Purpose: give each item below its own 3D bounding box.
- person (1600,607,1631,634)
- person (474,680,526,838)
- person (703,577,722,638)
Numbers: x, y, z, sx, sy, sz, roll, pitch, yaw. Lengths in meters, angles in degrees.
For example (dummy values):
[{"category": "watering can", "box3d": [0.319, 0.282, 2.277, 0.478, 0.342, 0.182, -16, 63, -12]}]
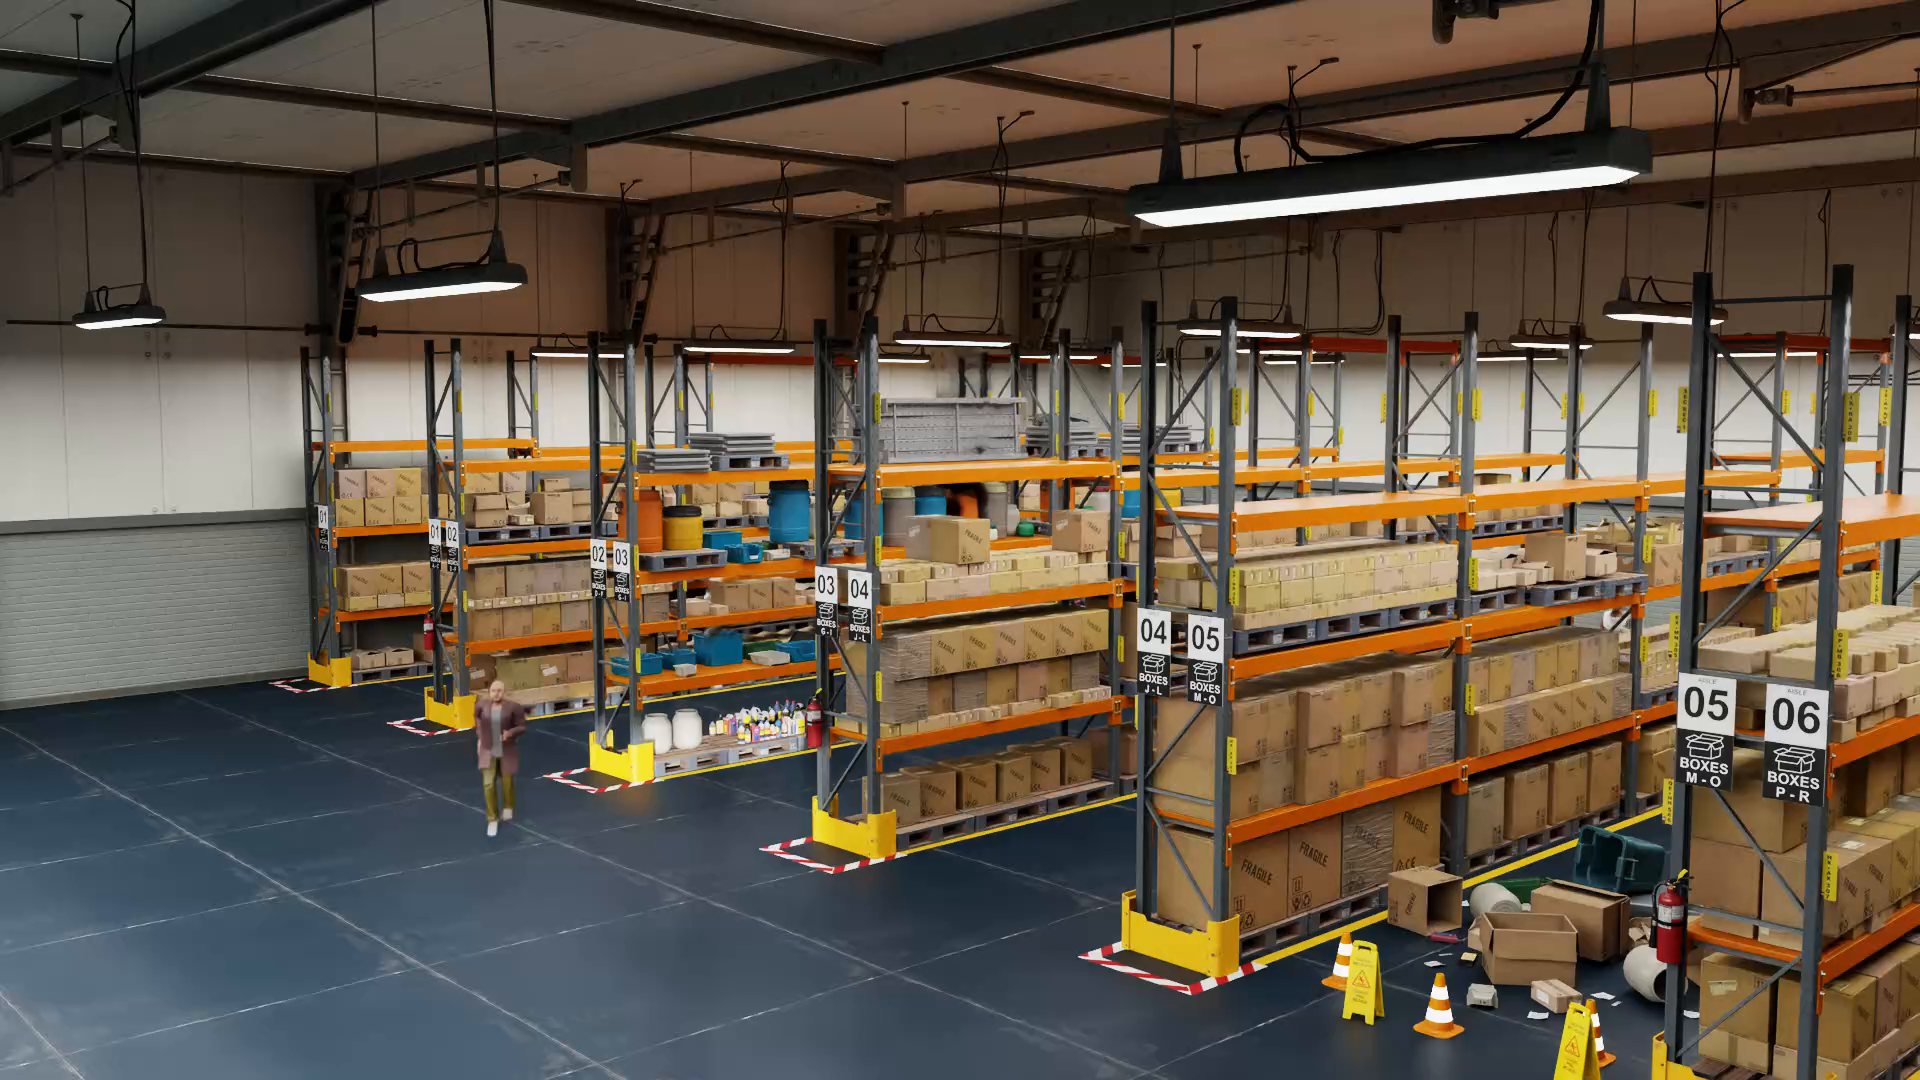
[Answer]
[{"category": "person", "box3d": [11.007, 1.837, 27.818, 0.679, 1.840, 0.775, 3, 6, 34]}, {"category": "person", "box3d": [-5.456, 2.561, 19.744, 0.623, 1.822, 0.973, -1, 5, -11]}, {"category": "person", "box3d": [-4.635, 1.550, 31.271, 0.822, 1.809, 0.661, -4, 7, -41]}]
